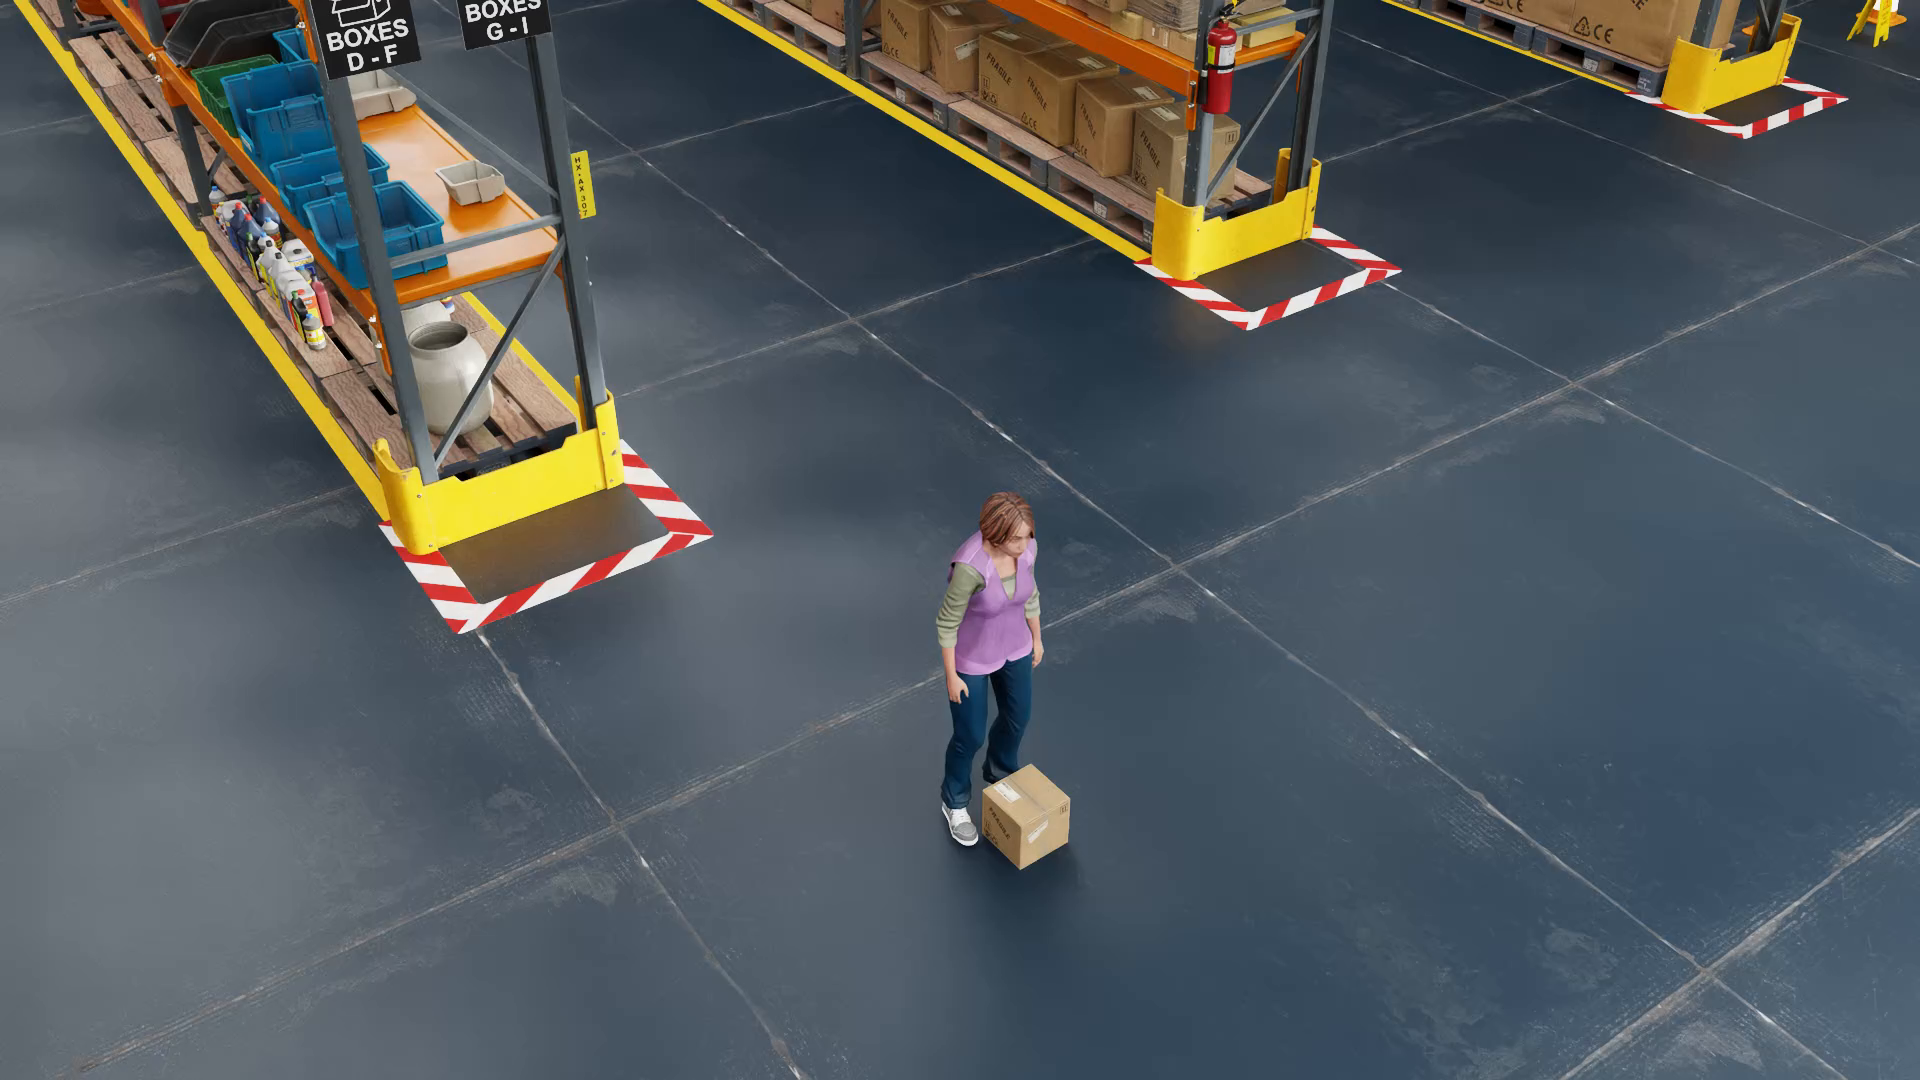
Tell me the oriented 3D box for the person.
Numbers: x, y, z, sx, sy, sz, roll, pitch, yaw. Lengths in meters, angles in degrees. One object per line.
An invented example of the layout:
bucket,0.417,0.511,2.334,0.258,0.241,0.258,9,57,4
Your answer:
person,0.127,0.461,6.394,0.470,1.591,0.366,-23,43,-28
